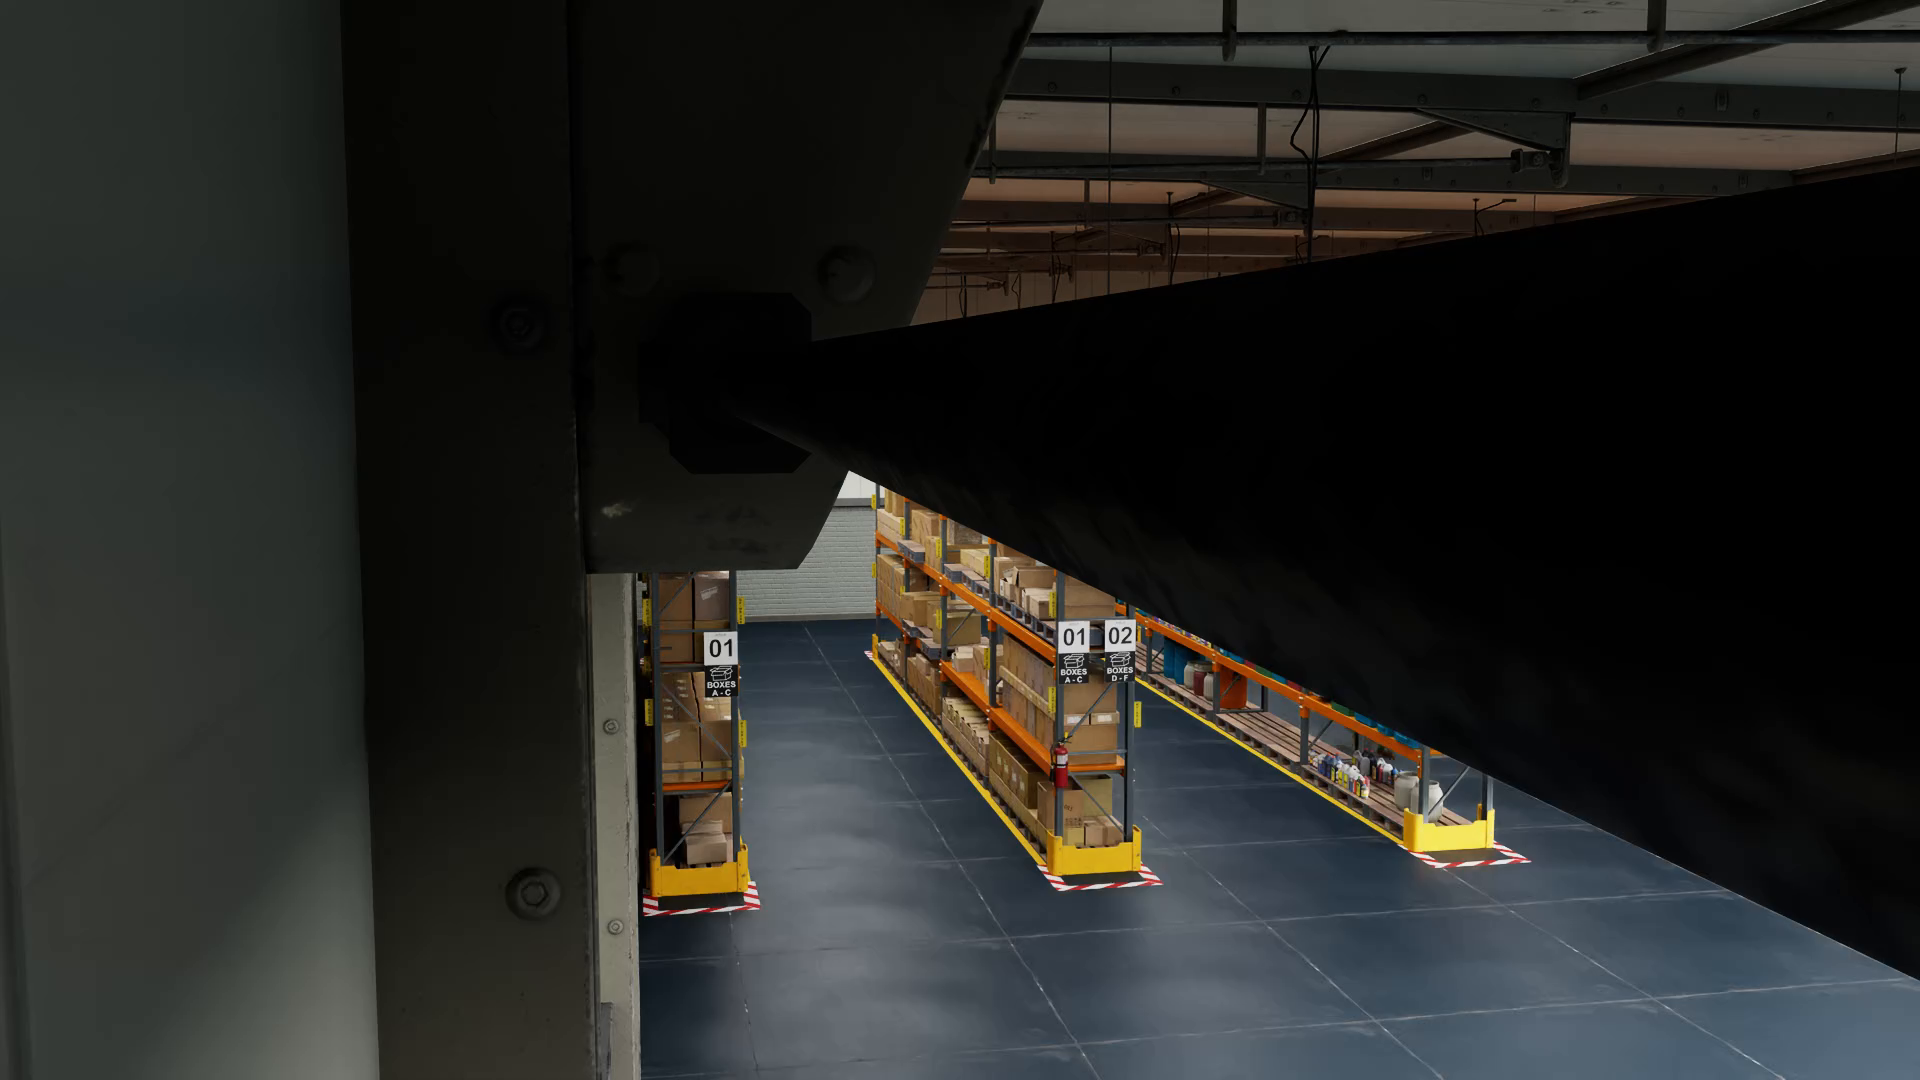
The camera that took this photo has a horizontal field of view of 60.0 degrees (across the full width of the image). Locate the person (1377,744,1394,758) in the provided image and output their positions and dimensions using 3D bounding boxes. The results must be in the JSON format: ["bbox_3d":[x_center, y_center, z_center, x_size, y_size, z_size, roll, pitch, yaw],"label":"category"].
[{"bbox_3d":[7.088,2.732,26.888,0.692,1.649,0.963,-3,6,-24],"label":"person"}]
